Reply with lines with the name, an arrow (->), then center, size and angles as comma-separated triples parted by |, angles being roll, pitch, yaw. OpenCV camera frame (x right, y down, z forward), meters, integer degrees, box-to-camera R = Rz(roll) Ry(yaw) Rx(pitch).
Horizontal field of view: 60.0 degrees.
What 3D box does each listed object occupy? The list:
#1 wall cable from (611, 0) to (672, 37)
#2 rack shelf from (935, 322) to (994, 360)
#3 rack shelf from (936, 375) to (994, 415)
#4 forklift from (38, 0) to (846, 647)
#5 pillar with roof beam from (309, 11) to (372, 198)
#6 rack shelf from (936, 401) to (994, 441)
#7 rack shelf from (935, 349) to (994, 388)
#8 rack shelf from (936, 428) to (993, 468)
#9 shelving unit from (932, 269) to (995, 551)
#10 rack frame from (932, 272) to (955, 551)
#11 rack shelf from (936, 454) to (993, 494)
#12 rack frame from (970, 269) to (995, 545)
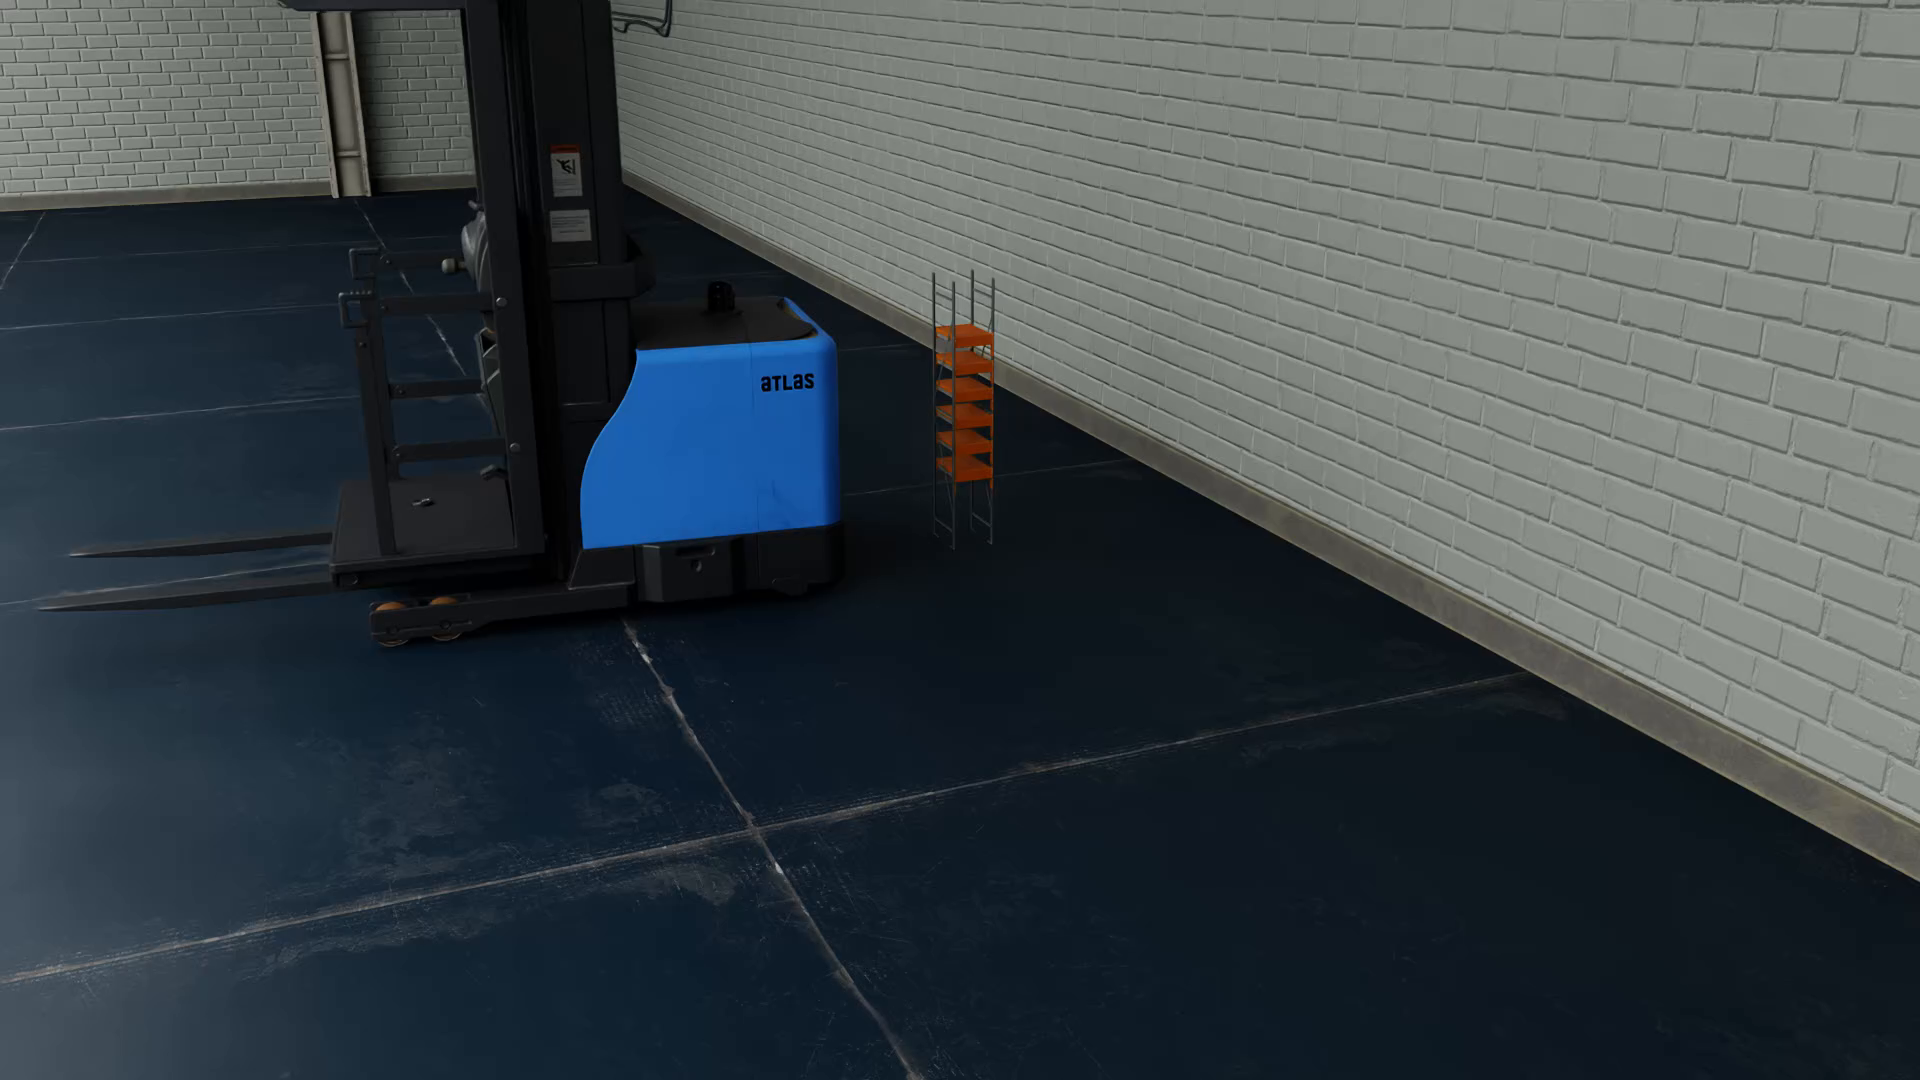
wall cable -> -3.464, -6.559, 17.275 | 0.112, 2.526, 3.097 | -8, 21, -22
rack shelf -> 0.013, -0.866, 7.223 | 0.180, 0.103, 0.258 | -8, 21, -22
rack shelf -> 0.013, -0.639, 7.303 | 0.180, 0.103, 0.258 | -8, 21, -22
forklift -> -2.050, -1.170, 6.432 | 3.031, 2.935, 1.130 | -6, 20, -16
pillar with roof beam -> -4.987, -6.726, 13.075 | 0.400, 9.000, 9.100 | -8, 21, -22
rack shelf -> 0.013, -0.526, 7.343 | 0.180, 0.103, 0.258 | -8, 21, -22
rack shelf -> 0.013, -0.752, 7.263 | 0.180, 0.103, 0.258 | -8, 21, -22
rack shelf -> 0.013, -0.413, 7.383 | 0.180, 0.103, 0.258 | -8, 21, -22
shelving unit -> 0.013, -0.568, 7.328 | 0.189, 1.200, 0.258 | -8, 21, -22
rack frame -> -0.071, -0.556, 7.294 | 0.006, 1.200, 0.240 | -8, 21, -22
rack shelf -> 0.013, -0.300, 7.423 | 0.180, 0.103, 0.258 | -8, 21, -22
rack frame -> 0.097, -0.580, 7.362 | 0.006, 1.200, 0.240 | -8, 21, -22
